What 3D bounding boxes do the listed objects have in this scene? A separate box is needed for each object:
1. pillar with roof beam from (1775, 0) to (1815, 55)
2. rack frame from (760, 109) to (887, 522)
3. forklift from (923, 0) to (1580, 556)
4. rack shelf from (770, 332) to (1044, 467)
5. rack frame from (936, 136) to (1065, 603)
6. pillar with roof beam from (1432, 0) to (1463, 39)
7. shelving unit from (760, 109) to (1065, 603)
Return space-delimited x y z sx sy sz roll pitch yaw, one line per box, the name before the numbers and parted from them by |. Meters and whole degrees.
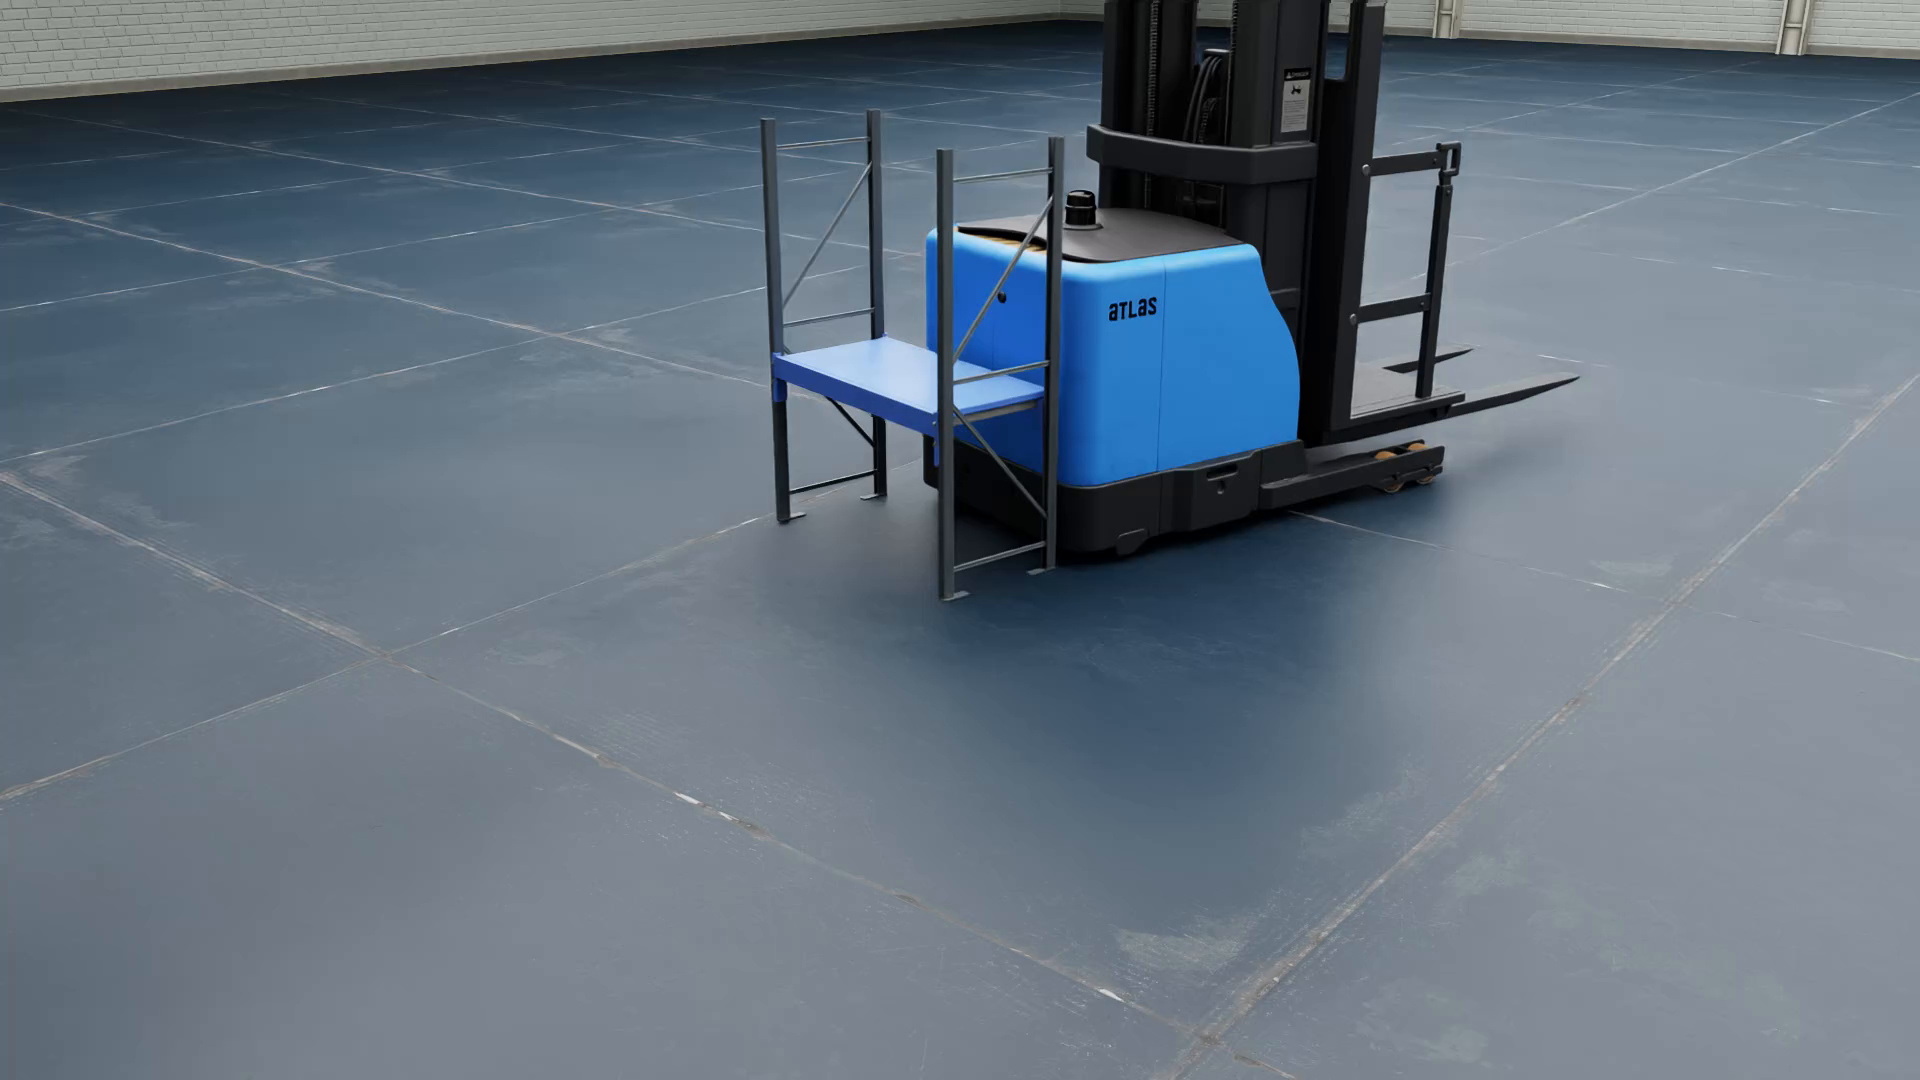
pillar with roof beam | 10.969 -11.044 22.701 0.400 9.000 9.100 16 26 36
rack frame | -0.497 -0.829 6.242 0.500 1.500 0.032 -16 26 -35
forklift | 1.361 -1.699 6.520 3.031 2.935 1.130 -14 25 -32
rack shelf | -0.182 -0.520 5.932 0.538 0.185 1.000 -16 26 -35
rack frame | 0.133 -0.548 5.495 0.500 1.500 0.032 -16 26 -35
pillar with roof beam | 6.320 -12.383 26.251 0.400 9.000 9.100 16 26 36
shelving unit | -0.182 -0.689 5.868 0.538 1.500 1.048 -16 26 -35
